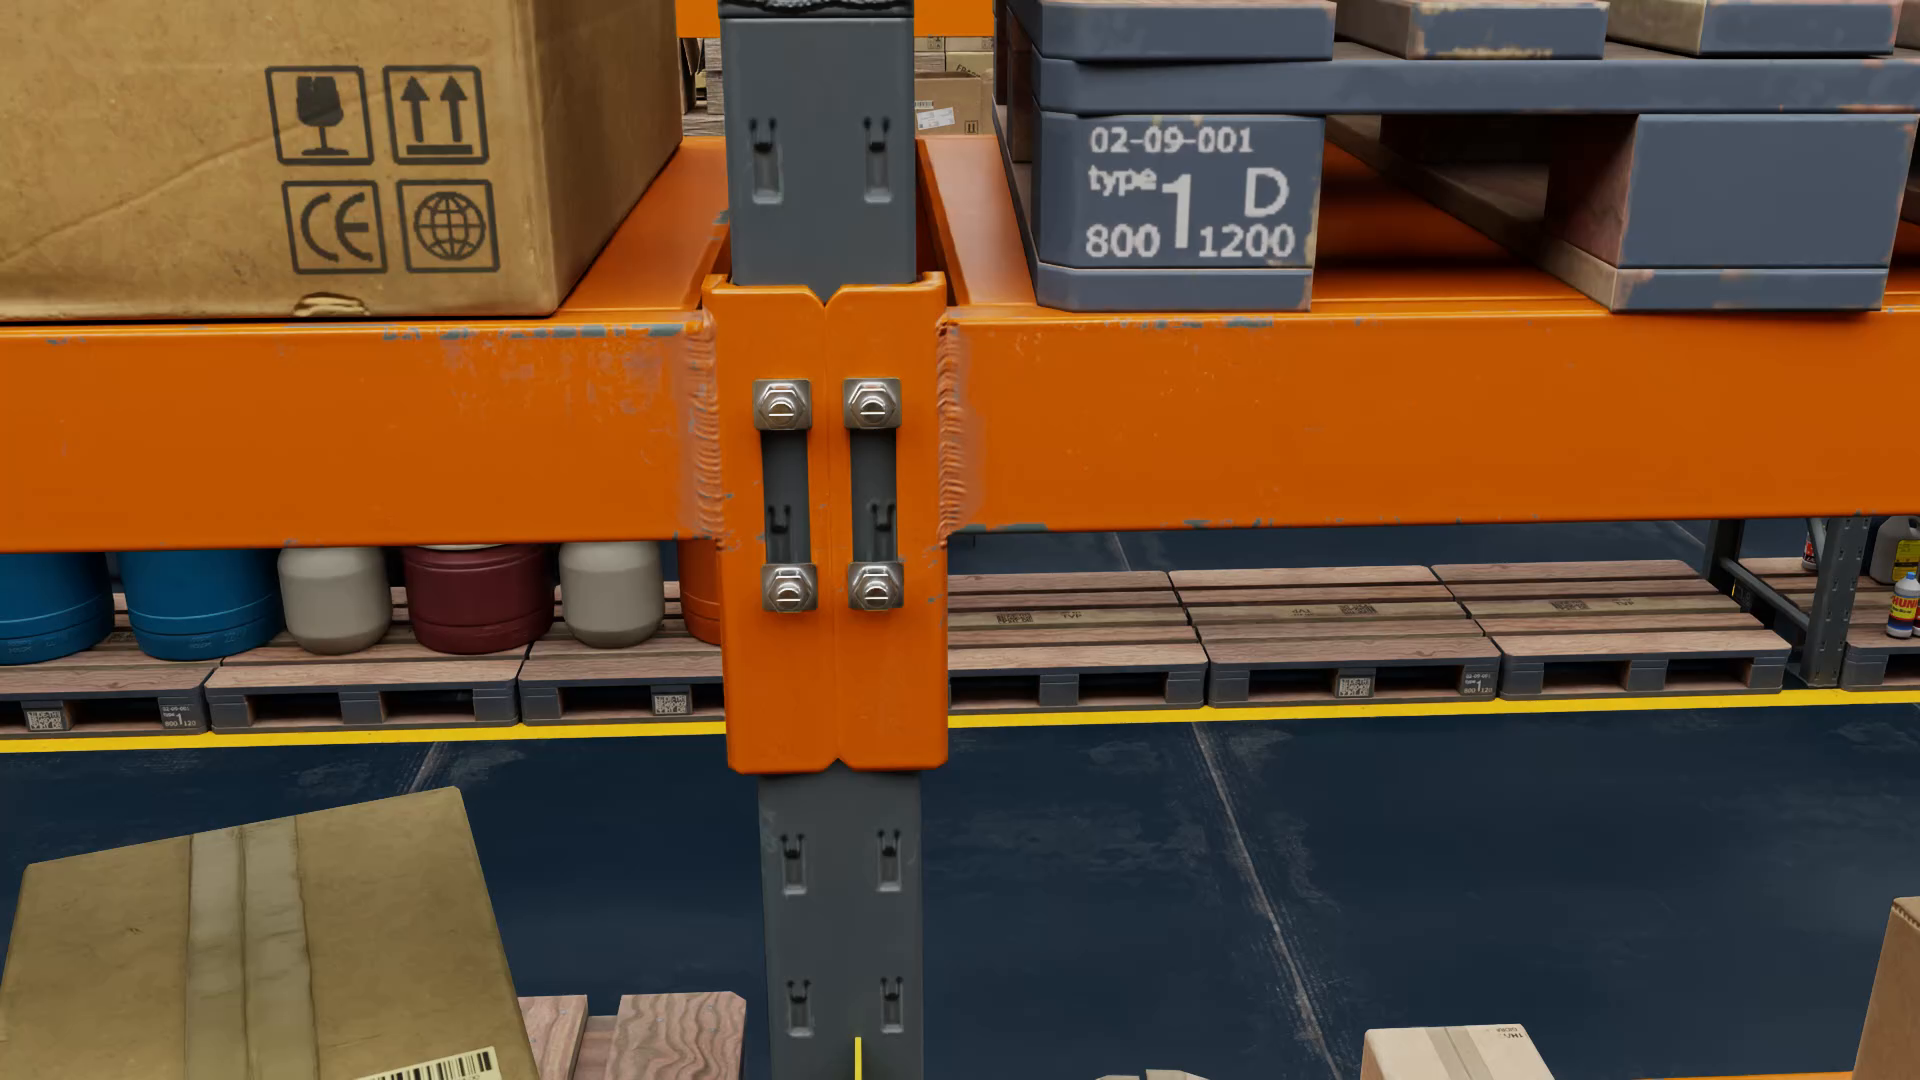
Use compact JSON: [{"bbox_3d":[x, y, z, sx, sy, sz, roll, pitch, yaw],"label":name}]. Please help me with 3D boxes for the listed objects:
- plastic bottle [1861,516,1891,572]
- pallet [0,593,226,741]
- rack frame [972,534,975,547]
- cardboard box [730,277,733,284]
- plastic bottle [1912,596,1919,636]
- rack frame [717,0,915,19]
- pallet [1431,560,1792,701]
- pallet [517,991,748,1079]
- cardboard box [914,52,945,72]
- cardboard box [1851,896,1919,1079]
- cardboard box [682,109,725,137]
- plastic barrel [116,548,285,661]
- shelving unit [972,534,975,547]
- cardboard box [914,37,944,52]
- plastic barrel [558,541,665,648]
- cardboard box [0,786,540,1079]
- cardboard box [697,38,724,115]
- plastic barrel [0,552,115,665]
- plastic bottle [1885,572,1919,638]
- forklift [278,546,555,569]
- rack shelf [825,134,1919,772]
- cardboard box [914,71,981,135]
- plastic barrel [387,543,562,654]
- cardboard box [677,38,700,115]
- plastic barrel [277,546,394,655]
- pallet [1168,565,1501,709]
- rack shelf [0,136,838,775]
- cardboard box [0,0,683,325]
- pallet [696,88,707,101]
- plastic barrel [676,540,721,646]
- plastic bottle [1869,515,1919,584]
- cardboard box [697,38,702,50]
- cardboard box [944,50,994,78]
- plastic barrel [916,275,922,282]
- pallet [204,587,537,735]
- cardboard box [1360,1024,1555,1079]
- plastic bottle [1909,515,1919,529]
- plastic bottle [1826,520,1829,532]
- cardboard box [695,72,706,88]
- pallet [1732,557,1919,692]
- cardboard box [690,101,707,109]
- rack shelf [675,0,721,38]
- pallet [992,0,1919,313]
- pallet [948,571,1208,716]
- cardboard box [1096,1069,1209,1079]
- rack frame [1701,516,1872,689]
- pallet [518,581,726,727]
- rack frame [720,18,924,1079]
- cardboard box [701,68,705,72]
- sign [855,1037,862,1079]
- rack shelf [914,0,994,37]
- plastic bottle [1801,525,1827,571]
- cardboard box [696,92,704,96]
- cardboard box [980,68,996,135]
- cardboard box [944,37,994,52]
[{"bbox_3d":[4.220,-0.038,7.609,0.185,0.351,0.144,-2,21,-4],"label":"plastic bottle"},{"bbox_3d":[-3.621,0.510,6.984,1.213,0.211,1.003,-1,21,-3],"label":"pallet"},{"bbox_3d":[0.068,-0.492,8.438,0.008,1.050,0.200,-1,21,-3],"label":"rack frame"},{"bbox_3d":[-1.373,-1.830,11.607,0.875,0.875,1.225,-2,21,-6],"label":"cardboard box"},{"bbox_3d":[4.038,0.295,6.946,0.097,0.201,0.097,0,21,0],"label":"plastic bottle"},{"bbox_3d":[-0.121,-1.917,1.010,0.127,3.000,1.000,-1,21,-3],"label":"rack frame"},{"bbox_3d":[2.811,0.378,7.331,1.213,0.211,1.003,-1,21,-3],"label":"pallet"},{"bbox_3d":[-0.794,1.015,2.010,1.003,0.211,1.213,-1,21,-3],"label":"pallet"},{"bbox_3d":[-0.402,-4.357,15.708,0.500,0.500,0.500,-1,21,-2],"label":"cardboard box"},{"bbox_3d":[1.553,0.800,2.165,0.500,0.500,0.500,-2,21,-6],"label":"cardboard box"},{"bbox_3d":[-1.660,-2.574,11.024,0.500,0.500,0.500,-1,21,-4],"label":"cardboard box"},{"bbox_3d":[-3.143,-0.027,6.836,0.708,0.901,0.600,-1,21,-3],"label":"plastic barrel"},{"bbox_3d":[-0.053,-0.490,8.431,0.252,1.050,0.215,-1,21,-3],"label":"shelving unit"},{"bbox_3d":[-0.417,-4.916,15.773,0.500,0.500,0.700,-1,21,-3],"label":"cardboard box"},{"bbox_3d":[-1.447,0.152,6.912,0.421,0.512,0.421,0,21,0],"label":"plastic barrel"},{"bbox_3d":[-0.744,0.696,1.846,0.500,0.500,0.700,-8,22,-21],"label":"cardboard box"},{"bbox_3d":[-1.414,-3.139,11.101,0.637,0.503,0.797,0,21,-1],"label":"cardboard box"},{"bbox_3d":[-3.850,-0.013,6.798,0.708,0.901,0.600,-1,21,-3],"label":"plastic barrel"},{"bbox_3d":[3.936,0.264,6.928,0.097,0.271,0.097,0,21,0],"label":"plastic bottle"},{"bbox_3d":[-3.082,-1.337,8.013,3.031,2.935,1.130,-2,21,-5],"label":"forklift"},{"bbox_3d":[1.875,-0.220,1.779,4.000,0.370,1.077,-1,21,-3],"label":"rack shelf"},{"bbox_3d":[-0.146,-2.901,11.294,0.500,0.500,0.500,-4,21,-10],"label":"cardboard box"},{"bbox_3d":[-2.015,0.096,6.952,0.708,0.588,0.600,-1,21,-3],"label":"plastic barrel"},{"bbox_3d":[-2.065,-3.127,11.068,0.637,0.503,0.797,-1,21,-2],"label":"cardboard box"},{"bbox_3d":[-2.574,0.175,6.852,0.421,0.512,0.421,0,21,0],"label":"plastic barrel"},{"bbox_3d":[1.590,0.404,7.263,1.213,0.211,1.003,-1,21,-3],"label":"pallet"},{"bbox_3d":[-2.118,-0.139,1.565,4.000,0.370,1.077,-1,21,-3],"label":"rack shelf"},{"bbox_3d":[-0.555,-0.542,1.471,0.500,0.500,0.910,-1,21,-3],"label":"cardboard box"},{"bbox_3d":[-2.839,-4.252,15.844,1.213,0.211,1.003,-1,21,-3],"label":"pallet"},{"bbox_3d":[-0.888,-0.039,6.969,0.708,0.830,0.600,-1,21,-3],"label":"plastic barrel"},{"bbox_3d":[4.228,0.013,7.475,0.185,0.351,0.144,-1,21,-3],"label":"plastic bottle"},{"bbox_3d":[-2.348,-4.562,15.314,0.250,0.149,0.380,-1,21,-3],"label":"cardboard box"},{"bbox_3d":[0.106,-4.368,15.738,0.500,0.500,0.500,-1,21,-4],"label":"cardboard box"},{"bbox_3d":[0.046,-1.054,6.983,0.708,0.536,0.600,-1,21,-3],"label":"plastic barrel"},{"bbox_3d":[-2.400,0.484,7.052,1.213,0.211,1.003,-1,21,-3],"label":"pallet"},{"bbox_3d":[0.761,0.887,2.428,0.250,0.149,0.380,-1,21,-3],"label":"cardboard box"},{"bbox_3d":[4.411,-0.042,7.619,0.185,0.351,0.144,-2,21,-6],"label":"plastic bottle"},{"bbox_3d":[4.054,-0.018,7.651,0.133,0.283,0.061,0,21,0],"label":"plastic bottle"},{"bbox_3d":[-2.354,-4.283,15.417,0.250,0.149,0.380,-2,21,-5],"label":"cardboard box"},{"bbox_3d":[4.266,0.350,7.406,1.213,0.211,1.003,-1,21,-3],"label":"pallet"},{"bbox_3d":[-1.699,-2.755,11.501,0.500,0.500,0.500,-2,21,-5],"label":"cardboard box"},{"bbox_3d":[-2.397,-1.898,6.187,4.000,0.370,1.077,-1,21,-3],"label":"rack shelf"},{"bbox_3d":[0.551,-0.473,1.697,1.003,0.211,1.213,0,21,-1],"label":"pallet"},{"bbox_3d":[0.375,0.428,7.201,1.213,0.211,1.003,-1,21,-3],"label":"pallet"},{"bbox_3d":[0.244,0.936,2.072,0.500,0.311,0.500,0,21,0],"label":"cardboard box"},{"bbox_3d":[3.593,-0.955,6.913,0.127,3.000,1.000,-1,21,-3],"label":"rack frame"},{"bbox_3d":[-1.185,0.461,7.115,1.213,0.211,1.003,-1,21,-3],"label":"pallet"},{"bbox_3d":[-0.121,0.886,2.078,0.127,3.000,1.000,-1,21,-3],"label":"rack frame"},{"bbox_3d":[-2.360,-4.422,15.363,0.250,0.149,0.380,-1,21,-3],"label":"cardboard box"},{"bbox_3d":[-0.081,0.575,1.380,0.005,0.325,0.100,-1,21,-3],"label":"sign"},{"bbox_3d":[1.596,-1.980,6.400,4.000,0.370,1.077,-1,21,-3],"label":"rack shelf"},{"bbox_3d":[3.937,0.029,7.643,0.097,0.201,0.097,0,21,0],"label":"plastic bottle"},{"bbox_3d":[-2.834,-5.355,20.867,0.875,0.875,0.875,-1,21,-2],"label":"cardboard box"},{"bbox_3d":[0.405,-2.948,11.417,0.500,0.500,0.700,2,21,5],"label":"cardboard box"},{"bbox_3d":[0.088,-4.927,15.801,0.500,0.500,0.700,-1,21,-4],"label":"cardboard box"}]
